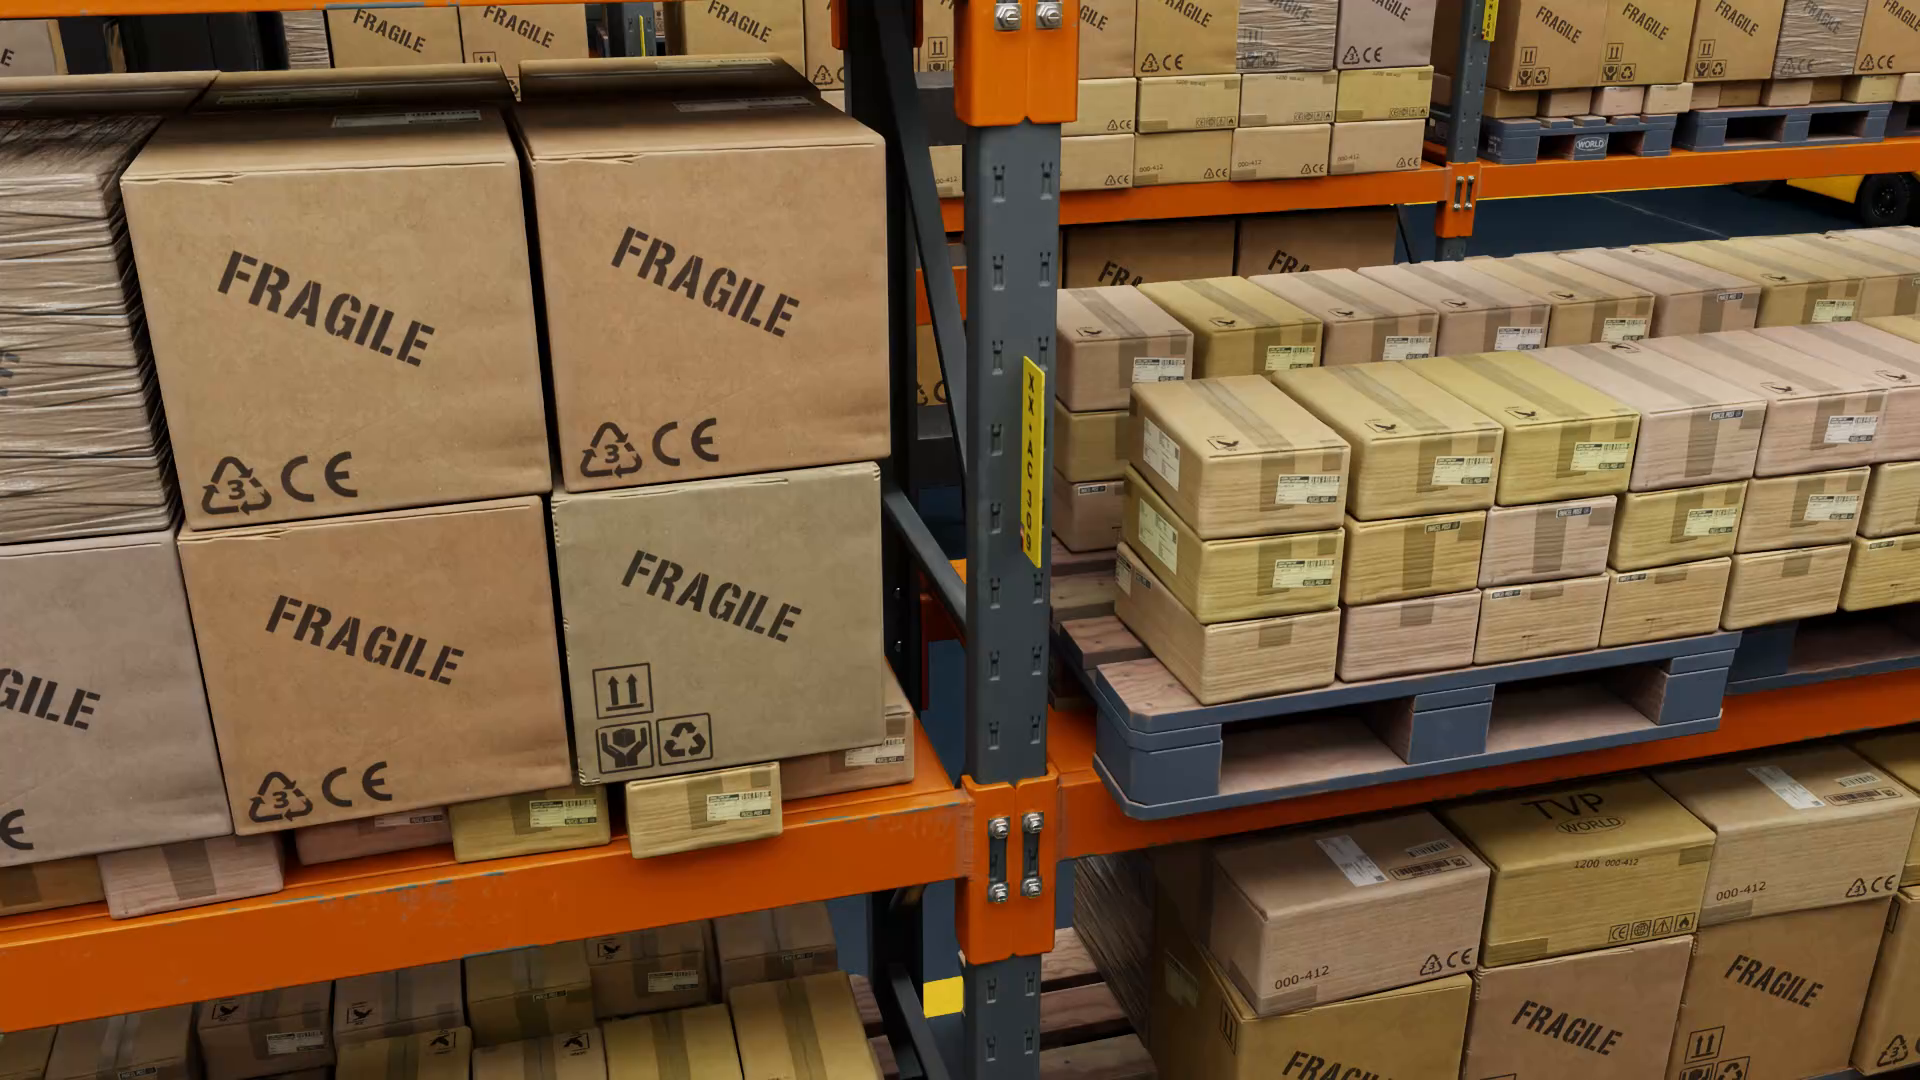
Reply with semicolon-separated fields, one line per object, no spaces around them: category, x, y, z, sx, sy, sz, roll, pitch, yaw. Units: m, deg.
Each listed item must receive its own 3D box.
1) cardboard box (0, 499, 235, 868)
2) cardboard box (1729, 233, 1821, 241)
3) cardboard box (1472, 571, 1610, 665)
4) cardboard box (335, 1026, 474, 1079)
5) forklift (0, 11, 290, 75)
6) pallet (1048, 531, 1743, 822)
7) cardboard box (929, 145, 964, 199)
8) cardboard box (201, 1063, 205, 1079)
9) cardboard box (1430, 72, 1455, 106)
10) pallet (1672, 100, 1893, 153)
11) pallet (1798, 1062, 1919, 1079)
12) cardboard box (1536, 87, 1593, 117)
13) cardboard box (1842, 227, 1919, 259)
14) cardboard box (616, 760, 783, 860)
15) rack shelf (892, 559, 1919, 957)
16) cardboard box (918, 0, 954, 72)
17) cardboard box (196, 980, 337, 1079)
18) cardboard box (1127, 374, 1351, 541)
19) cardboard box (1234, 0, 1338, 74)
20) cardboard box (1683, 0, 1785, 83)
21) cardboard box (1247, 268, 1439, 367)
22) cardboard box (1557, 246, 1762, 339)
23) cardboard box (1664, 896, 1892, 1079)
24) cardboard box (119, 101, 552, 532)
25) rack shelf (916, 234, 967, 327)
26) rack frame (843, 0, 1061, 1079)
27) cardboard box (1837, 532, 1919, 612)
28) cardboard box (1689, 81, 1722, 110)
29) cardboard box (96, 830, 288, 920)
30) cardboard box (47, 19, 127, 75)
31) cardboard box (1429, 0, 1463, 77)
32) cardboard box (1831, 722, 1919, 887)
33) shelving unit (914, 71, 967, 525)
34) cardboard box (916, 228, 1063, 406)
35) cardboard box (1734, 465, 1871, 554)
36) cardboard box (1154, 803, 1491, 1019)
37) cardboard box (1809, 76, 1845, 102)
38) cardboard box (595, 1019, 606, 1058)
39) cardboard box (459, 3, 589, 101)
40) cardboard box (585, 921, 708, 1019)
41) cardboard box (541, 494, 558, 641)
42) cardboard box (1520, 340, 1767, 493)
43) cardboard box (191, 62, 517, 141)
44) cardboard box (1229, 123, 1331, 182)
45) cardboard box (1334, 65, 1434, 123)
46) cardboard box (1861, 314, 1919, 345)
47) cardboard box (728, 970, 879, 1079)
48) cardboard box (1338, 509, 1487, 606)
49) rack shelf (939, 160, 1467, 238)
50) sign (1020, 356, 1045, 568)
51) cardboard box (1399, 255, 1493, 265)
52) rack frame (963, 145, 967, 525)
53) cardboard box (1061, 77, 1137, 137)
cardboard box;-1.410;0.154;2.583;0.500;0.500;0.500;-6;24;-15
cardboard box;5.032;-1.501;9.744;0.625;0.372;0.950;-5;24;-11
cardboard box;0.970;0.069;3.072;0.250;0.149;0.380;-6;24;-14
cardboard box;-1.057;1.120;3.163;0.250;0.149;0.380;-6;24;-13
forklift;-3.057;-0.983;5.825;3.031;2.935;1.130;-5;24;-12
pallet;0.734;0.132;3.381;1.213;0.211;1.003;-6;24;-14
cardboard box;0.015;-1.780;7.785;0.500;0.250;0.500;-7;24;-15
cardboard box;-1.712;1.119;3.543;0.250;0.149;0.380;-6;24;-15
cardboard box;2.628;-2.426;8.886;0.250;0.149;0.380;-5;24;-12
pallet;4.271;-2.362;9.195;1.213;0.211;1.003;-6;24;-14
pallet;1.885;1.137;4.332;1.213;0.211;1.003;-6;24;-14
cardboard box;3.020;-2.283;8.553;0.250;0.149;0.380;-8;24;-18
cardboard box;2.303;-0.619;3.921;0.250;0.149;0.380;-5;24;-12
cardboard box;-0.471;0.374;2.893;0.250;0.149;0.380;-7;24;-16
rack shelf;1.885;0.188;3.920;4.000;0.370;1.077;-6;24;-14
cardboard box;-0.008;-2.358;7.548;0.500;0.500;0.500;-7;24;-16
cardboard box;-1.452;0.957;3.543;0.250;0.149;0.380;-6;24;-13
cardboard box;0.463;-0.148;2.822;0.250;0.149;0.380;-5;24;-12
cardboard box;1.457;-2.517;7.918;0.500;0.500;0.500;-6;24;-13
cardboard box;3.881;-2.677;8.649;0.500;0.500;0.500;-6;24;-13
cardboard box;0.801;-0.453;3.533;0.250;0.149;0.380;-7;24;-16
cardboard box;1.548;-0.536;3.726;0.250;0.149;0.380;-7;24;-17
cardboard box;1.752;0.930;3.915;0.500;0.500;0.500;-6;24;-13
cardboard box;-0.917;-0.362;2.517;0.500;0.500;0.500;-7;24;-16
rack shelf;-0.159;-0.935;6.800;0.480;0.518;0.431;-6;24;-14
rack frame;-0.041;0.070;3.282;0.127;3.000;1.000;-6;24;-14
cardboard box;1.719;-0.016;3.268;0.250;0.149;0.380;-7;24;-15
cardboard box;3.778;-2.372;8.759;0.250;0.149;0.380;-5;24;-11
cardboard box;-1.253;0.438;2.743;0.250;0.149;0.380;-7;24;-17
cardboard box;-3.318;-1.989;6.688;0.500;0.500;0.500;-6;24;-14
cardboard box;2.739;-2.754;8.827;0.500;0.500;0.500;-7;24;-16
cardboard box;2.246;0.534;3.888;0.500;0.250;0.500;-6;24;-13
shelving unit;-0.159;-0.947;6.795;0.503;2.100;0.431;-6;24;-14
cardboard box;-0.032;-1.210;8.429;0.875;0.875;0.875;-6;24;-13
cardboard box;1.469;-0.125;3.145;0.250;0.149;0.380;-5;24;-12
cardboard box;0.742;0.703;3.494;0.500;0.250;0.500;-7;24;-17
cardboard box;4.539;-2.476;9.002;0.250;0.149;0.380;-7;24;-16
cardboard box;-0.921;1.069;3.661;0.250;0.149;0.380;-6;24;-15
cardboard box;-1.855;-2.148;7.058;0.500;0.500;0.500;-7;24;-15
cardboard box;-0.710;0.879;3.726;0.250;0.149;0.380;-5;24;-12
cardboard box;-1.060;-0.100;3.174;0.500;0.500;0.500;-6;24;-14
cardboard box;1.218;-0.232;3.018;0.250;0.149;0.380;-7;24;-15
cardboard box;-1.036;-0.555;2.968;0.500;0.500;0.500;-7;24;-16
cardboard box;1.472;-1.942;8.163;0.500;0.250;0.500;-6;24;-13
cardboard box;1.978;-2.237;8.215;0.500;0.250;0.500;-6;24;-15
cardboard box;1.966;-0.316;3.214;0.250;0.149;0.380;-6;24;-13
cardboard box;-0.313;1.051;3.325;0.250;0.149;0.380;-6;24;-13
cardboard box;0.712;-0.039;2.947;0.250;0.149;0.380;-7;24;-15
rack shelf;0.450;-1.681;8.275;4.000;0.370;1.077;-6;24;-14
sign;0.113;-0.122;2.633;0.005;0.325;0.100;-6;24;-14
cardboard box;2.923;-1.266;9.196;0.625;0.372;0.950;-8;24;-18
rack frame;0.076;-0.973;6.855;0.015;2.100;0.400;-6;24;-14
cardboard box;0.498;-2.063;7.811;0.500;0.250;0.500;-7;24;-16
